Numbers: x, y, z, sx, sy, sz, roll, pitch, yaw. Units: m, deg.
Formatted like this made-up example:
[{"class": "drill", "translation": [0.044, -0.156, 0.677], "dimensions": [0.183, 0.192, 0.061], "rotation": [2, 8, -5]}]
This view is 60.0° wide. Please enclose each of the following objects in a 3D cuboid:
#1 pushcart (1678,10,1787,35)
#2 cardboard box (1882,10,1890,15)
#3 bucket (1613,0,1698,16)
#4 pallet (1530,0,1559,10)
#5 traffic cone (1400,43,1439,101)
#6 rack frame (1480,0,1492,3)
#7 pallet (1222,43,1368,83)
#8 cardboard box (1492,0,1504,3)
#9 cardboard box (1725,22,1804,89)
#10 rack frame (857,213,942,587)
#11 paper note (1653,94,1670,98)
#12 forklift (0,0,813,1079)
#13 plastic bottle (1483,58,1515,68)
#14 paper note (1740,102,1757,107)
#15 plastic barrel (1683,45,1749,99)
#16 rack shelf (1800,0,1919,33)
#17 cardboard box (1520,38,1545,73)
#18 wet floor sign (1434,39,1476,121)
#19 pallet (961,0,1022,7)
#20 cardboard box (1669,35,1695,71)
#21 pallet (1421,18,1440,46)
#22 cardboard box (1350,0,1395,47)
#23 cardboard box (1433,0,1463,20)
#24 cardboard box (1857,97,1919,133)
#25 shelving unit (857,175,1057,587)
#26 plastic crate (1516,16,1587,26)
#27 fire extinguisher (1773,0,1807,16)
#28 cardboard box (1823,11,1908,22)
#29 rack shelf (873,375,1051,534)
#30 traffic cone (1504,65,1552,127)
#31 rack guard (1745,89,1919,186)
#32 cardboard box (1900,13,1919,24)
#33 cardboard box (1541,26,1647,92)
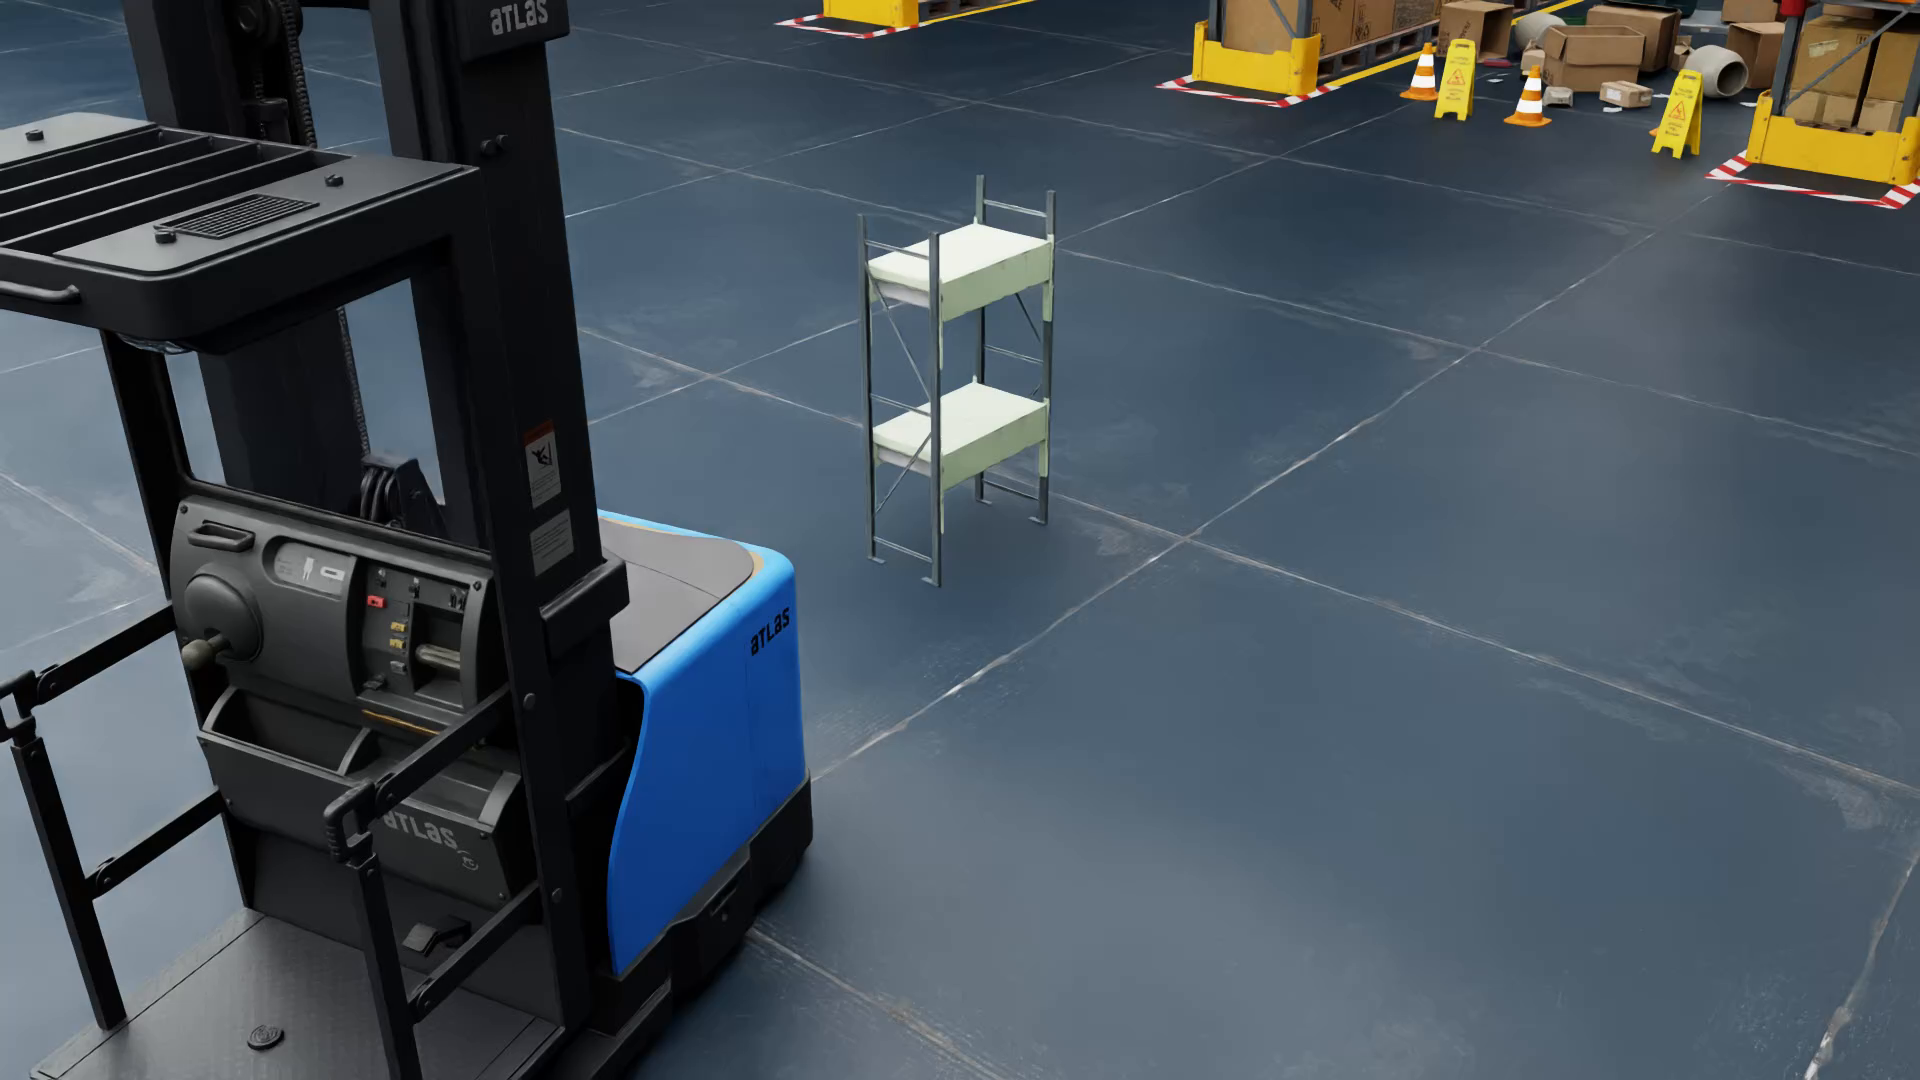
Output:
[{"class": "pushcart", "translation": [7.366, -5.054, 16.608], "dimensions": [1.648, 0.377, 0.936], "rotation": [9, 29, 17]}, {"class": "cardboard box", "translation": [7.266, -4.336, 13.381], "dimensions": [0.380, 0.149, 0.250], "rotation": [21, 34, 35]}, {"class": "bucket", "translation": [6.966, -5.480, 16.486], "dimensions": [0.620, 0.611, 0.726], "rotation": [-5, 26, -32]}, {"class": "pallet", "translation": [6.482, -6.472, 19.531], "dimensions": [1.003, 0.211, 1.213], "rotation": [21, 34, 34]}, {"class": "traffic cone", "translation": [4.163, -4.209, 14.882], "dimensions": [0.336, 0.463, 0.334], "rotation": [21, 34, 34]}, {"class": "rack frame", "translation": [5.274, -6.981, 17.479], "dimensions": [1.000, 3.000, 0.127], "rotation": [21, 34, 34]}, {"class": "pallet", "translation": [3.178, -4.630, 15.971], "dimensions": [1.003, 0.211, 1.213], "rotation": [21, 34, 34]}, {"class": "cardboard box", "translation": [5.599, -6.414, 18.376], "dimensions": [1.050, 0.750, 0.750], "rotation": [21, 34, 34]}, {"class": "cardboard box", "translation": [7.426, -4.478, 15.360], "dimensions": [0.500, 0.500, 0.500], "rotation": [-5, 28, -9]}, {"class": "rack frame", "translation": [-0.237, -0.534, 6.650], "dimensions": [0.400, 1.500, 0.023], "rotation": [21, 34, 34]}, {"class": "paper note", "translation": [6.335, -4.002, 14.965], "dimensions": [0.142, 0.019, 0.148], "rotation": [-15, 31, -27]}, {"class": "forklift", "translation": [-1.552, 0.206, 3.662], "dimensions": [1.130, 2.935, 3.031], "rotation": [12, 30, 22]}, {"class": "plastic bottle", "translation": [5.227, -4.621, 16.116], "dimensions": [0.283, 0.061, 0.133], "rotation": [9, 29, 17]}, {"class": "paper note", "translation": [6.953, -3.842, 14.643], "dimensions": [0.142, 0.019, 0.148], "rotation": [9, 29, 17]}, {"class": "plastic barrel", "translation": [6.759, -4.182, 14.873], "dimensions": [0.421, 0.421, 0.512], "rotation": [-5, 28, -9]}, {"class": "rack shelf", "translation": [7.885, -4.541, 13.547], "dimensions": [1.077, 0.370, 4.000], "rotation": [21, 34, 34]}, {"class": "cardboard box", "translation": [5.602, -4.619, 15.889], "dimensions": [0.258, 0.266, 0.396], "rotation": [-21, 34, -35]}, {"class": "wet floor sign", "translation": [4.239, -3.928, 14.140], "dimensions": [0.267, 0.644, 0.232], "rotation": [15, 31, 26]}, {"class": "pallet", "translation": [0.335, -6.545, 19.671], "dimensions": [1.003, 0.211, 1.213], "rotation": [21, 34, 34]}, {"class": "cardboard box", "translation": [6.983, -4.694, 16.034], "dimensions": [0.258, 0.266, 0.396], "rotation": [0, 27, 0]}, {"class": "pallet", "translation": [4.730, -5.495, 17.643], "dimensions": [1.003, 0.211, 1.213], "rotation": [21, 34, 34]}, {"class": "cardboard box", "translation": [3.668, -5.378, 16.236], "dimensions": [0.875, 0.875, 0.875], "rotation": [20, 34, 34]}, {"class": "cardboard box", "translation": [4.820, -6.021, 17.479], "dimensions": [0.875, 0.875, 0.875], "rotation": [21, 34, 35]}, {"class": "cardboard box", "translation": [7.340, -3.322, 12.942], "dimensions": [0.500, 0.250, 0.500], "rotation": [20, 34, 34]}, {"class": "shelving unit", "translation": [-0.004, -0.664, 6.901], "dimensions": [0.431, 1.500, 0.755], "rotation": [21, 34, 34]}, {"class": "plastic crate", "translation": [6.174, -5.313, 17.253], "dimensions": [0.662, 0.188, 0.450], "rotation": [-10, 19, -18]}, {"class": "fire extinguisher", "translation": [6.185, -4.211, 12.210], "dimensions": [0.296, 0.674, 0.183], "rotation": [21, 34, 34]}, {"class": "cardboard box", "translation": [7.251, -3.996, 13.430], "dimensions": [0.500, 0.500, 0.500], "rotation": [22, 35, 36]}, {"class": "rack shelf", "translation": [-0.004, -0.374, 7.051], "dimensions": [0.431, 0.370, 0.720], "rotation": [21, 34, 34]}, {"class": "traffic cone", "translation": [4.819, -3.758, 14.011], "dimensions": [0.336, 0.463, 0.334], "rotation": [21, 34, 34]}, {"class": "rack guard", "translation": [6.662, -3.068, 12.637], "dimensions": [1.175, 0.500, 0.348], "rotation": [21, 34, 34]}, {"class": "cardboard box", "translation": [7.684, -3.850, 13.148], "dimensions": [0.500, 0.500, 0.500], "rotation": [19, 33, 33]}, {"class": "cardboard box", "translation": [5.777, -4.405, 15.218], "dimensions": [0.797, 0.503, 0.637], "rotation": [0, 27, 0]}]
